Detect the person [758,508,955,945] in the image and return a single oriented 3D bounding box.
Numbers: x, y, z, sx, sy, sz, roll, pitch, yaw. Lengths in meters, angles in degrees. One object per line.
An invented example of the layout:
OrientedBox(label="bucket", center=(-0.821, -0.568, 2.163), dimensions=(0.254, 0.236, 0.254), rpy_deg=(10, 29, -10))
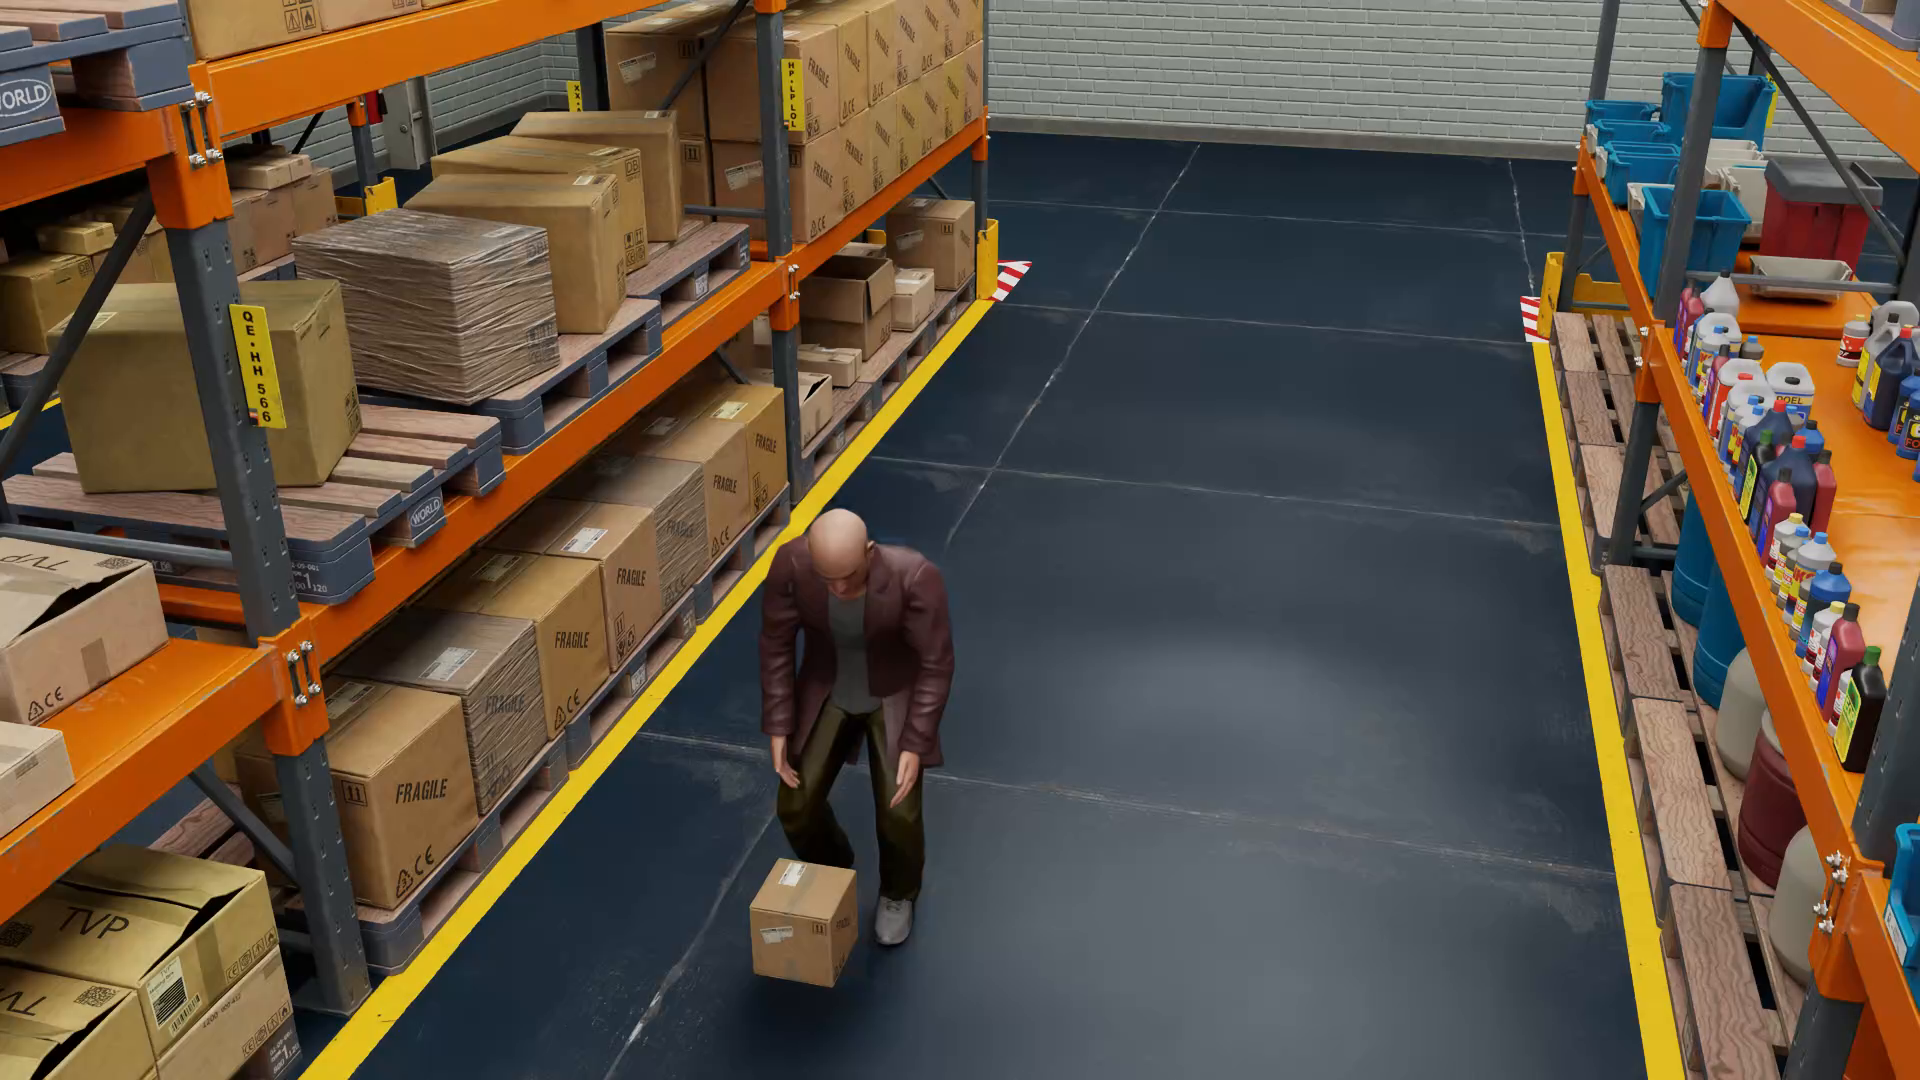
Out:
OrientedBox(label="person", center=(-0.305, 0.542, 5.223), dimensions=(0.626, 1.564, 0.612), rpy_deg=(6, 26, 14))
